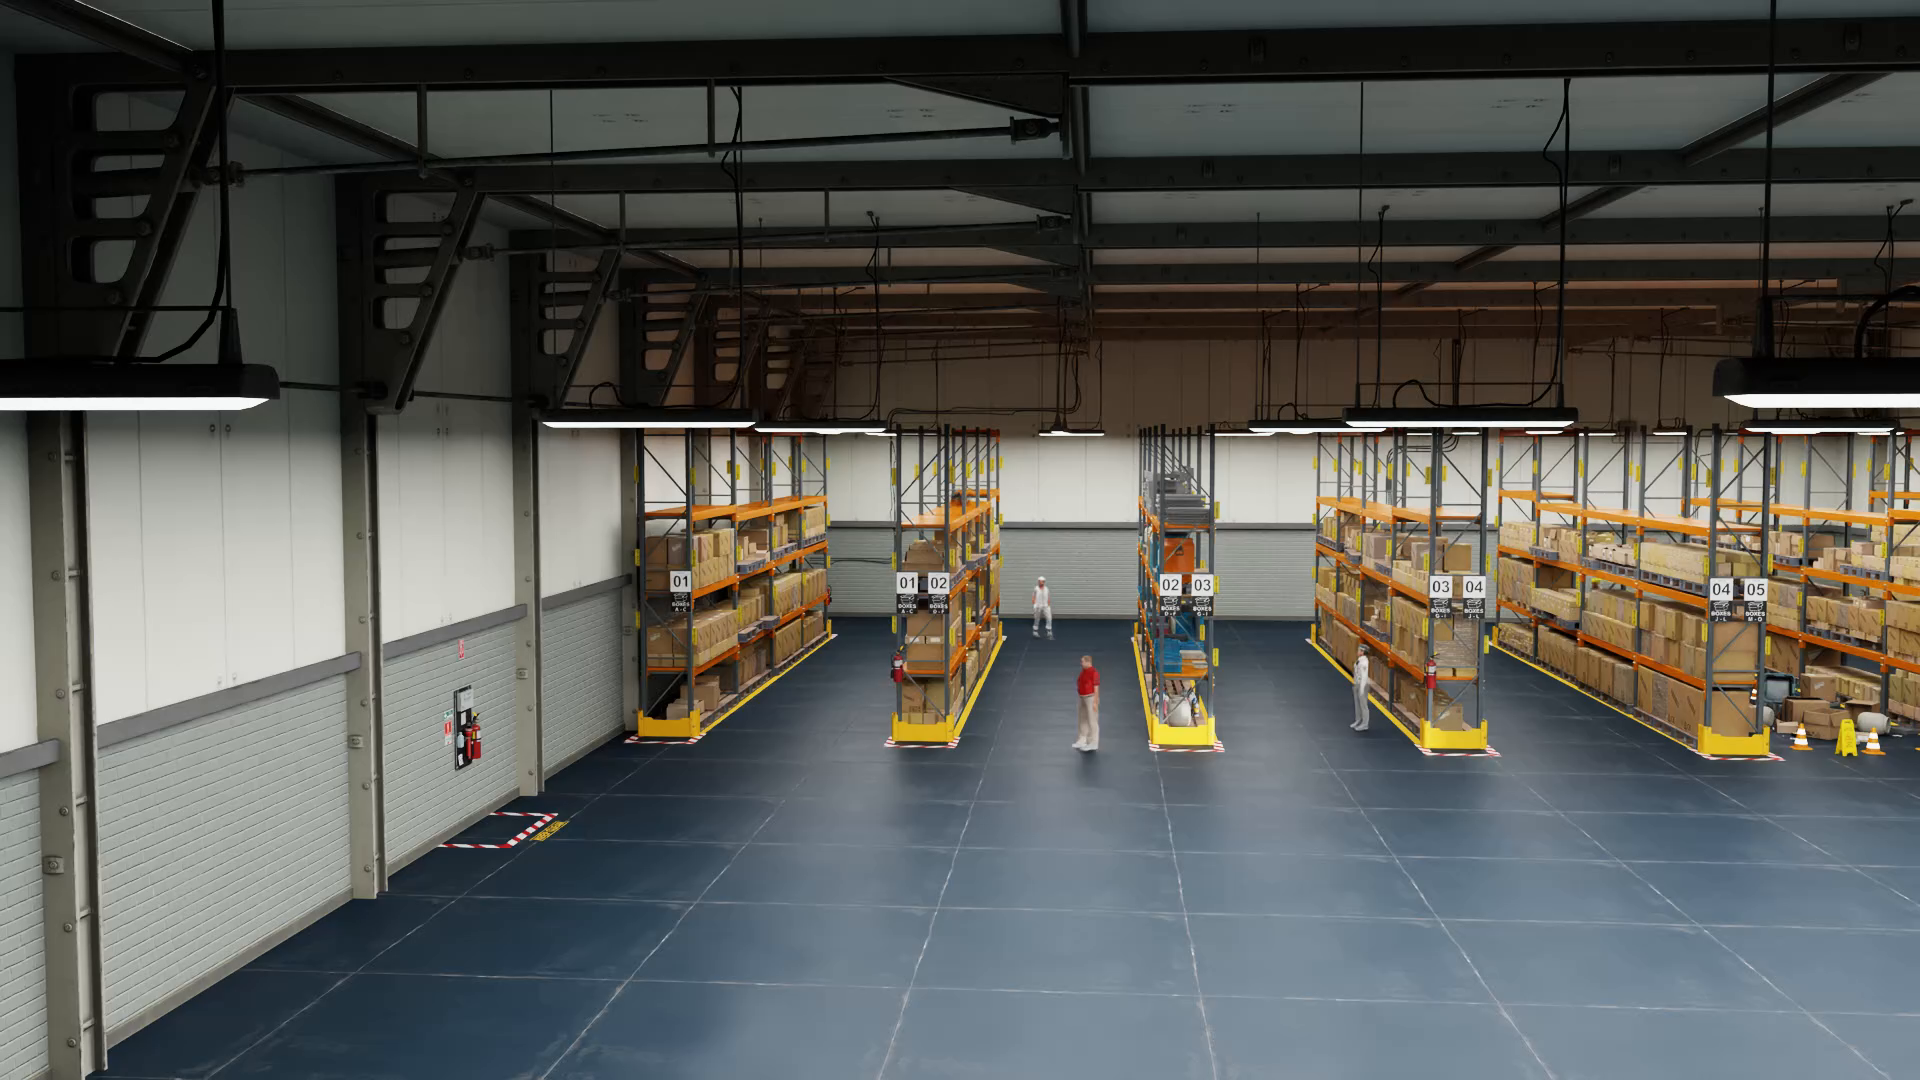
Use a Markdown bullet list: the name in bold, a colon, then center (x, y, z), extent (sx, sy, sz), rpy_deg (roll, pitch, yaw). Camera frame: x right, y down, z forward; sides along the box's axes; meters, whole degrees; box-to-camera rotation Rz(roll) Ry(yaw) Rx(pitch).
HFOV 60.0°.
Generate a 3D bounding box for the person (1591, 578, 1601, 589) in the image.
- **person**: center (18.062, 1.958, 47.206), extent (0.579, 1.755, 0.571), rpy_deg (0, 3, 4)

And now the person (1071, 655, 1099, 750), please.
- **person**: center (2.312, 2.985, 30.661), extent (0.442, 1.729, 0.574), rpy_deg (-2, 4, -30)

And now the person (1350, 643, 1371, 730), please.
- **person**: center (7.902, 2.876, 32.772), extent (0.380, 1.698, 0.514), rpy_deg (-1, 4, -8)

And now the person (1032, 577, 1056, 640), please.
- **person**: center (2.343, 1.940, 47.340), extent (0.623, 1.782, 0.810), rpy_deg (-2, 4, -27)
